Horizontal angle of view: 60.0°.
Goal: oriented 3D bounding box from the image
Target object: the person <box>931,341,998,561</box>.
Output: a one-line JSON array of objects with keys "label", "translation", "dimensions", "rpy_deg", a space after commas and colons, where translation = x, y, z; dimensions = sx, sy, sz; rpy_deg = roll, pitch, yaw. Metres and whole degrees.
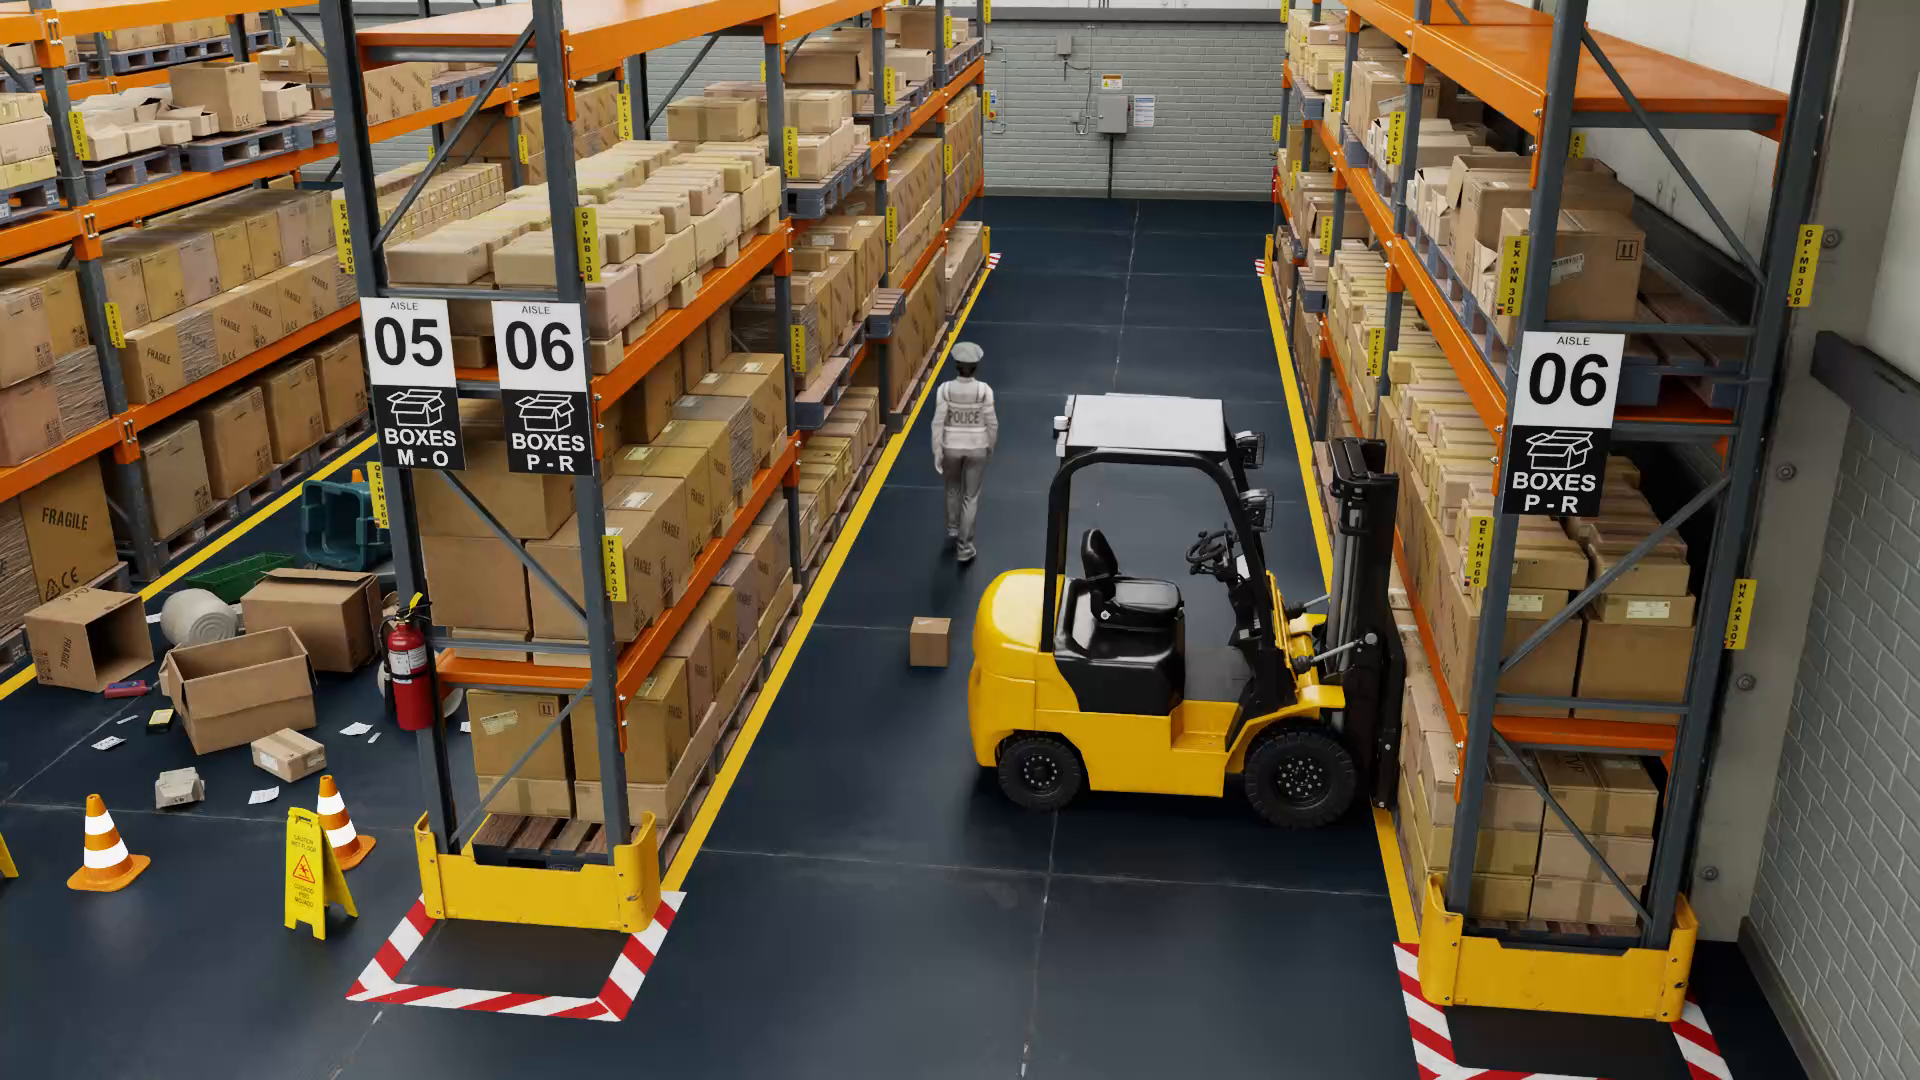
[{"label": "person", "translation": [0.046, -0.687, 12.832], "dimensions": [0.500, 1.722, 0.724], "rpy_deg": [3, 21, 7]}]
